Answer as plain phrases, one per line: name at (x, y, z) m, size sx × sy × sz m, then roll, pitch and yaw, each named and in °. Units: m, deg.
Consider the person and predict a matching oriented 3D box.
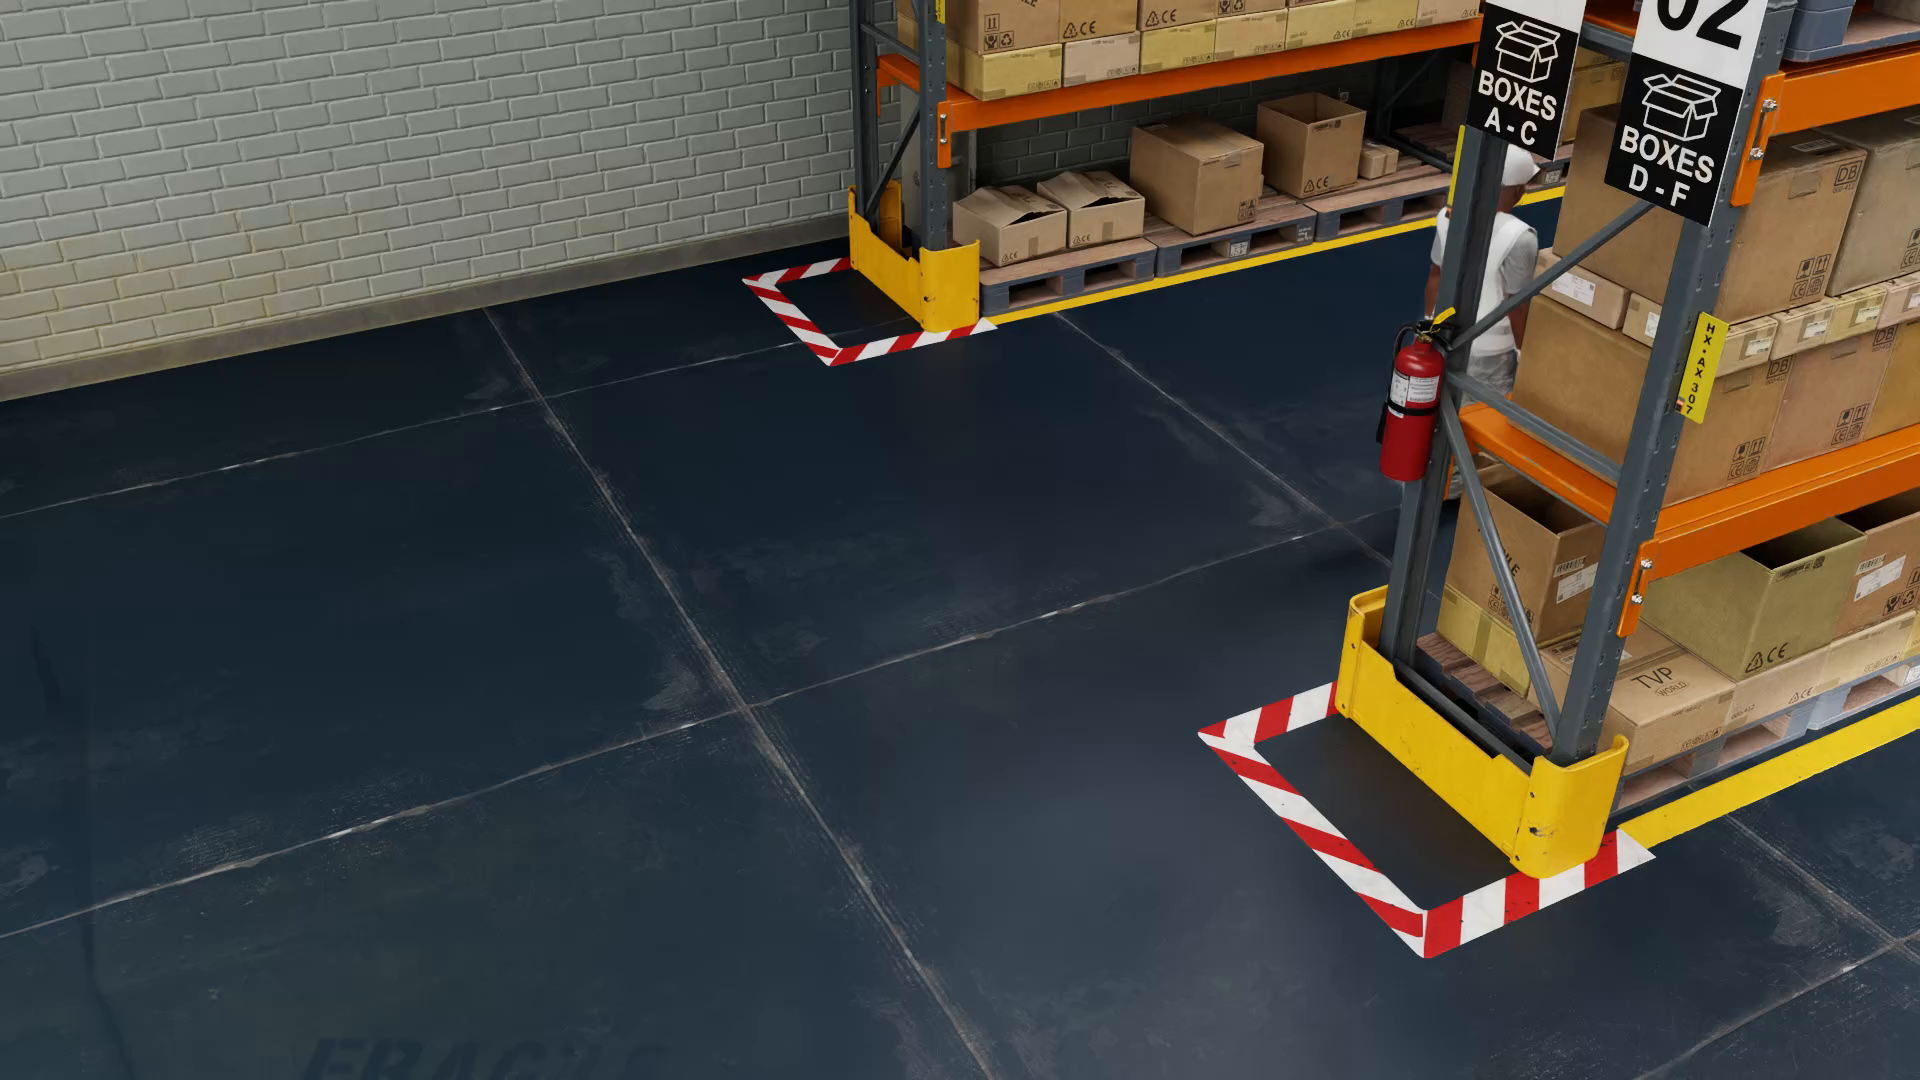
person at (2.294, -0.908, 7.493) m, size 0.725 × 1.765 × 0.570 m, roll -14°, pitch 35°, yaw -21°
